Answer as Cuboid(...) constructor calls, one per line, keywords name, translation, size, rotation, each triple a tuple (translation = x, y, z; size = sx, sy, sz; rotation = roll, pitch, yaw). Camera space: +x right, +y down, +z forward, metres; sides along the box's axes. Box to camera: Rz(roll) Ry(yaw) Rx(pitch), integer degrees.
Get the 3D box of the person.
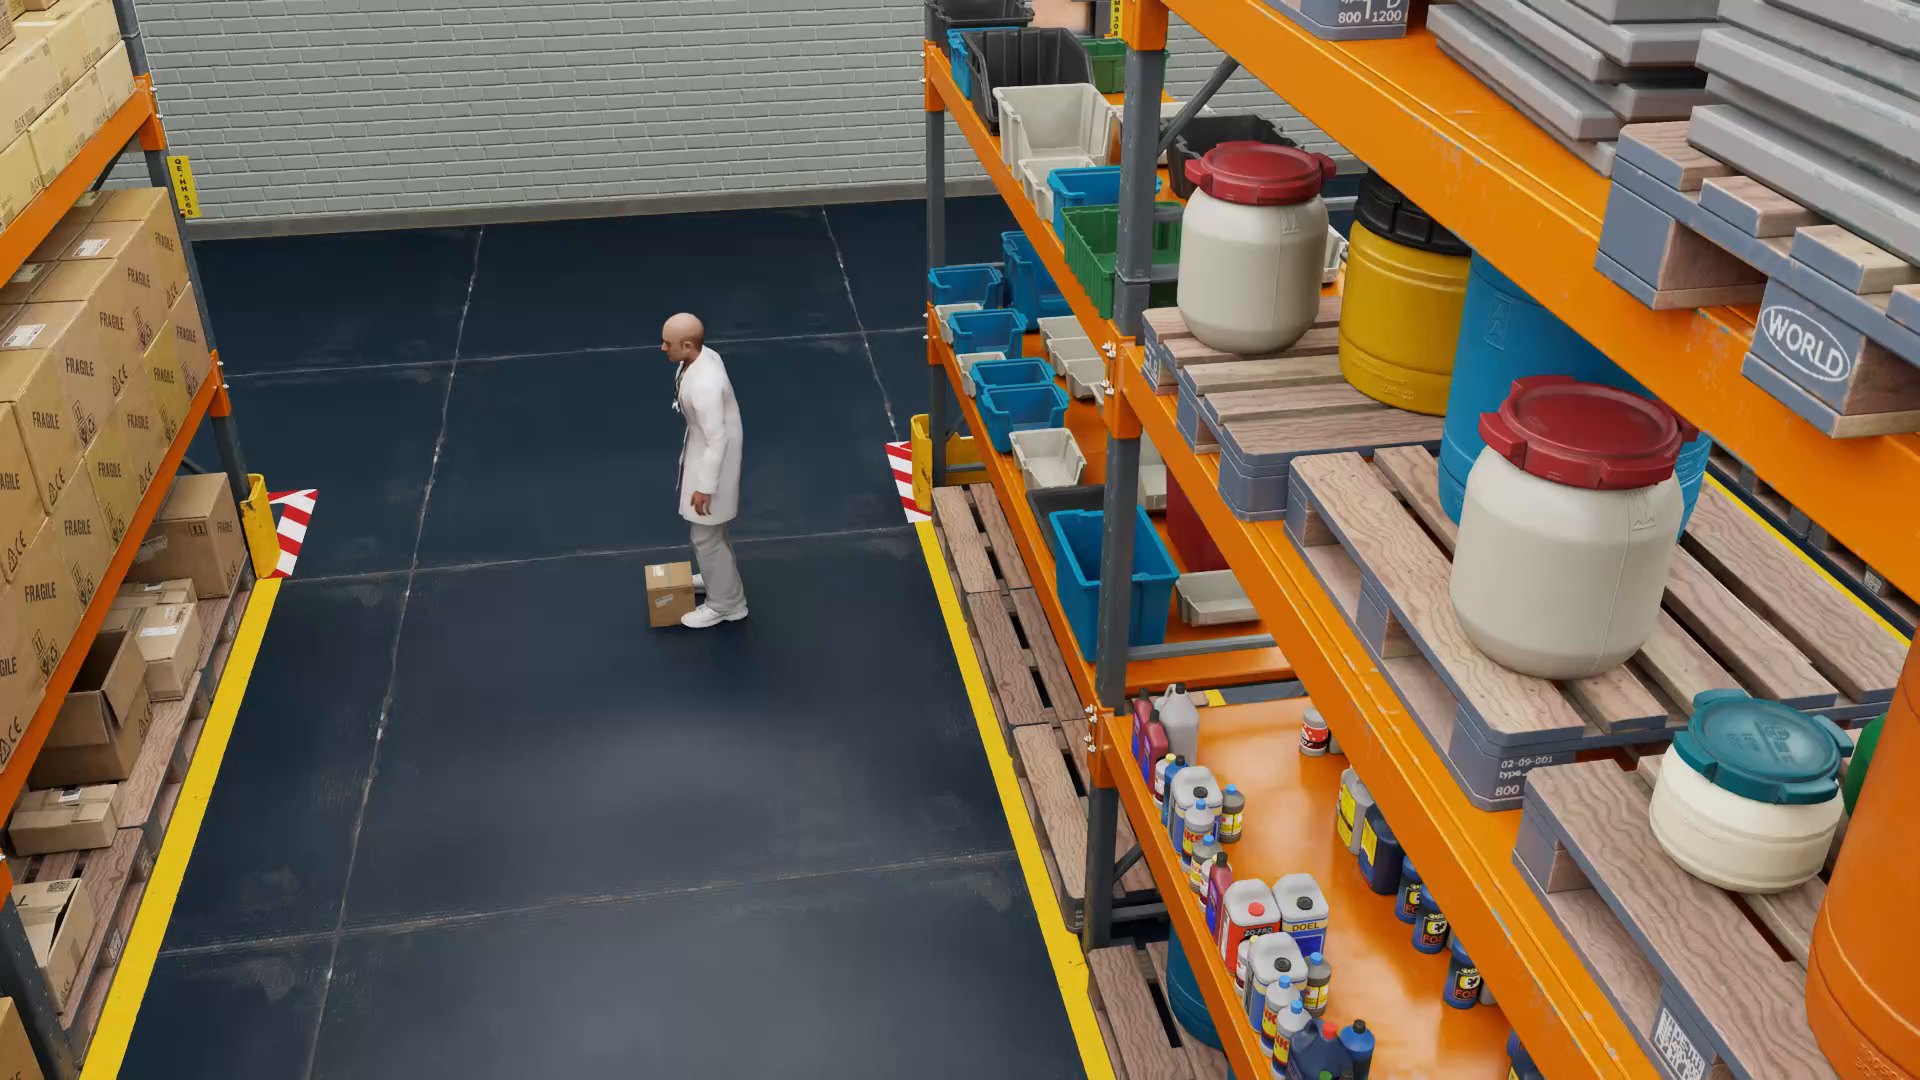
Cuboid(name="person", translation=(-1.350, -0.380, 8.807), size=(0.417, 1.775, 0.656), rotation=(-6, 31, -11))
